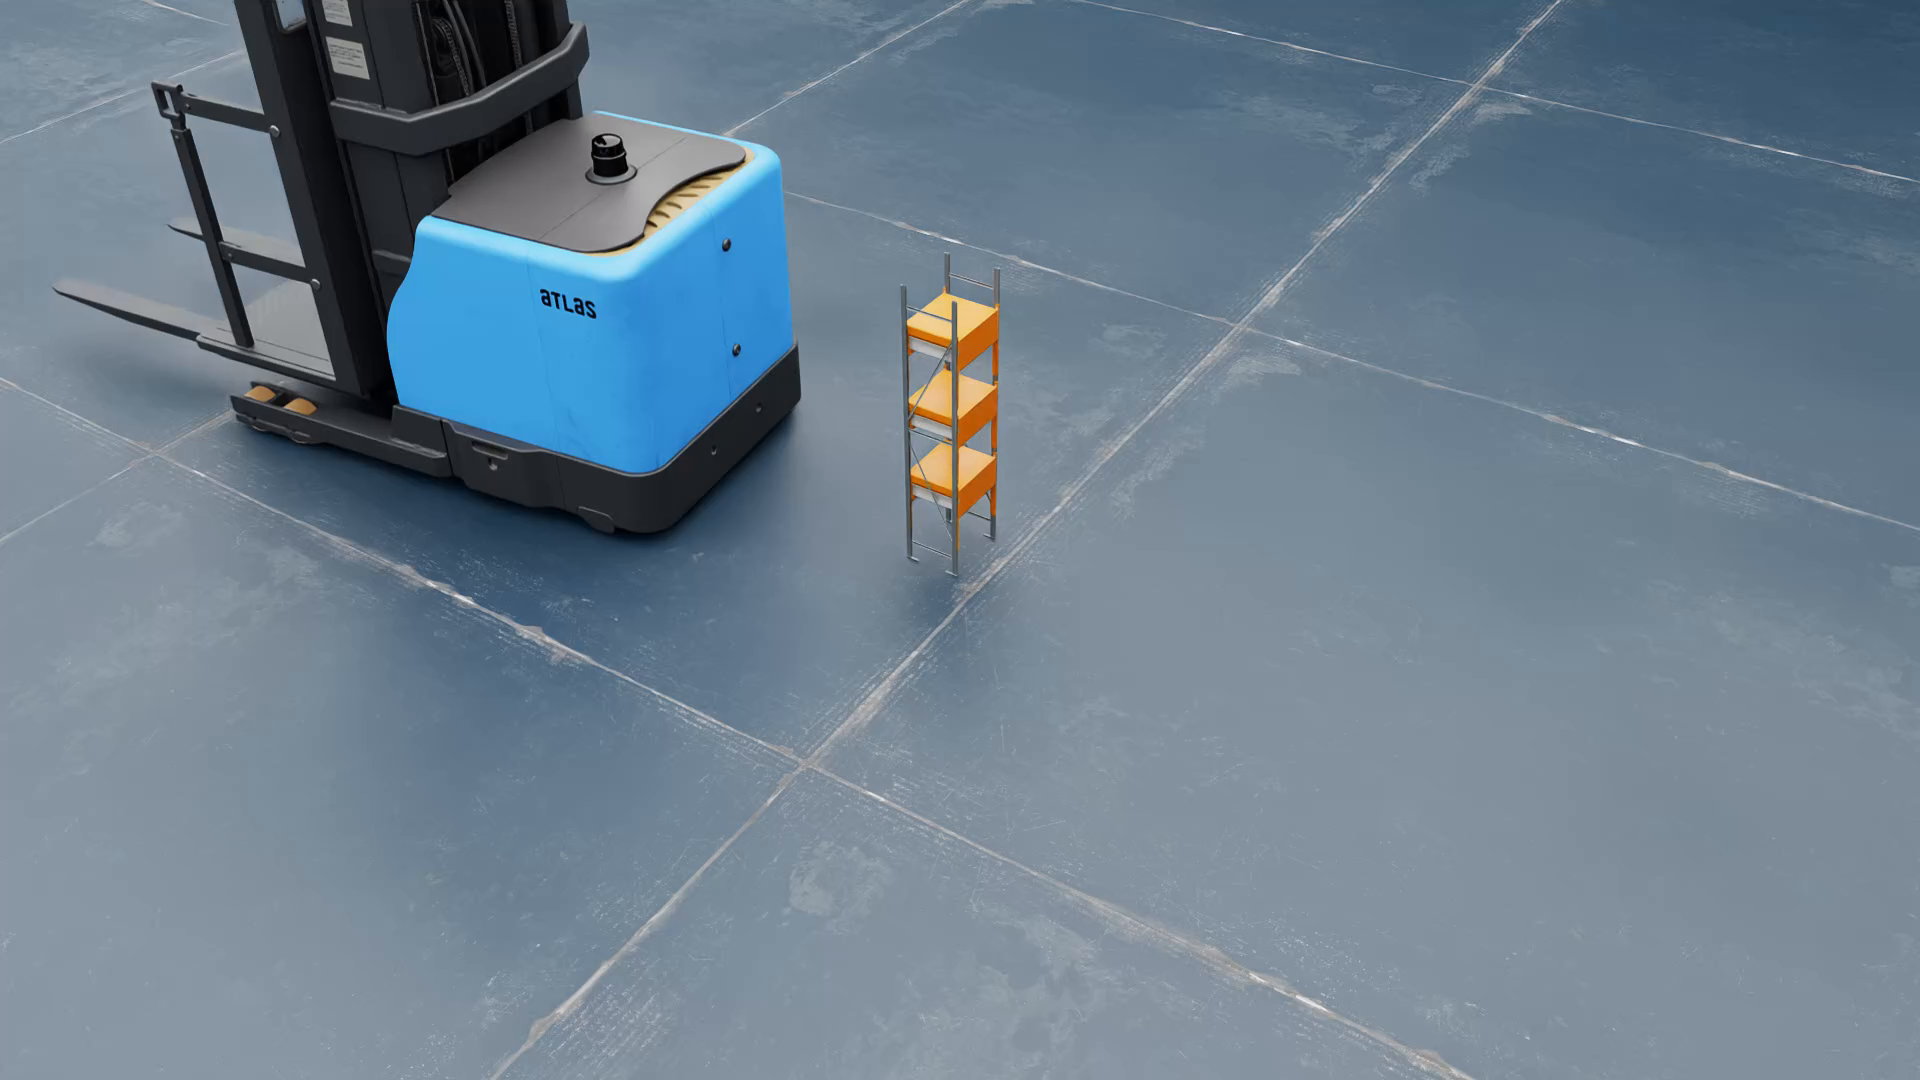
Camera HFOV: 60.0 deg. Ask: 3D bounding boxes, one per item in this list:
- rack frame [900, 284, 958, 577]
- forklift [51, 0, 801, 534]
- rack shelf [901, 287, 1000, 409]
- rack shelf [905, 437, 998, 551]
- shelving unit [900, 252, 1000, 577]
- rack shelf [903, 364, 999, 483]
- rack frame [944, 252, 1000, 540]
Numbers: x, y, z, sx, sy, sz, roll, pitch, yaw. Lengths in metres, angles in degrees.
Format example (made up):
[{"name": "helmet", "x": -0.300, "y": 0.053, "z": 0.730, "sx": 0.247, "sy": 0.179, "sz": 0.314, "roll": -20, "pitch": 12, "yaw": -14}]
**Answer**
[{"name": "rack frame", "x": -0.094, "y": -0.325, "z": 5.312, "sx": 0.200, "sy": 1.050, "sz": 0.008, "roll": 21, "pitch": 42, "yaw": 25}, {"name": "forklift", "x": -2.162, "y": -1.793, "z": 5.675, "sx": 3.031, "sy": 2.935, "sz": 1.130, "roll": 16, "pitch": 41, "yaw": 20}, {"name": "rack shelf", "x": -0.029, "y": -0.605, "z": 5.227, "sx": 0.215, "sy": 0.259, "sz": 0.240, "roll": 21, "pitch": 42, "yaw": 25}, {"name": "rack shelf", "x": -0.029, "y": -0.160, "z": 5.570, "sx": 0.215, "sy": 0.259, "sz": 0.240, "roll": 21, "pitch": 42, "yaw": 25}, {"name": "shelving unit", "x": -0.029, "y": -0.388, "z": 5.394, "sx": 0.215, "sy": 1.050, "sz": 0.252, "roll": 21, "pitch": 42, "yaw": 25}, {"name": "rack shelf", "x": -0.029, "y": -0.380, "z": 5.400, "sx": 0.215, "sy": 0.259, "sz": 0.240, "roll": 21, "pitch": 42, "yaw": 25}, {"name": "rack frame", "x": 0.037, "y": -0.451, "z": 5.475, "sx": 0.200, "sy": 1.050, "sz": 0.008, "roll": 21, "pitch": 42, "yaw": 25}]
